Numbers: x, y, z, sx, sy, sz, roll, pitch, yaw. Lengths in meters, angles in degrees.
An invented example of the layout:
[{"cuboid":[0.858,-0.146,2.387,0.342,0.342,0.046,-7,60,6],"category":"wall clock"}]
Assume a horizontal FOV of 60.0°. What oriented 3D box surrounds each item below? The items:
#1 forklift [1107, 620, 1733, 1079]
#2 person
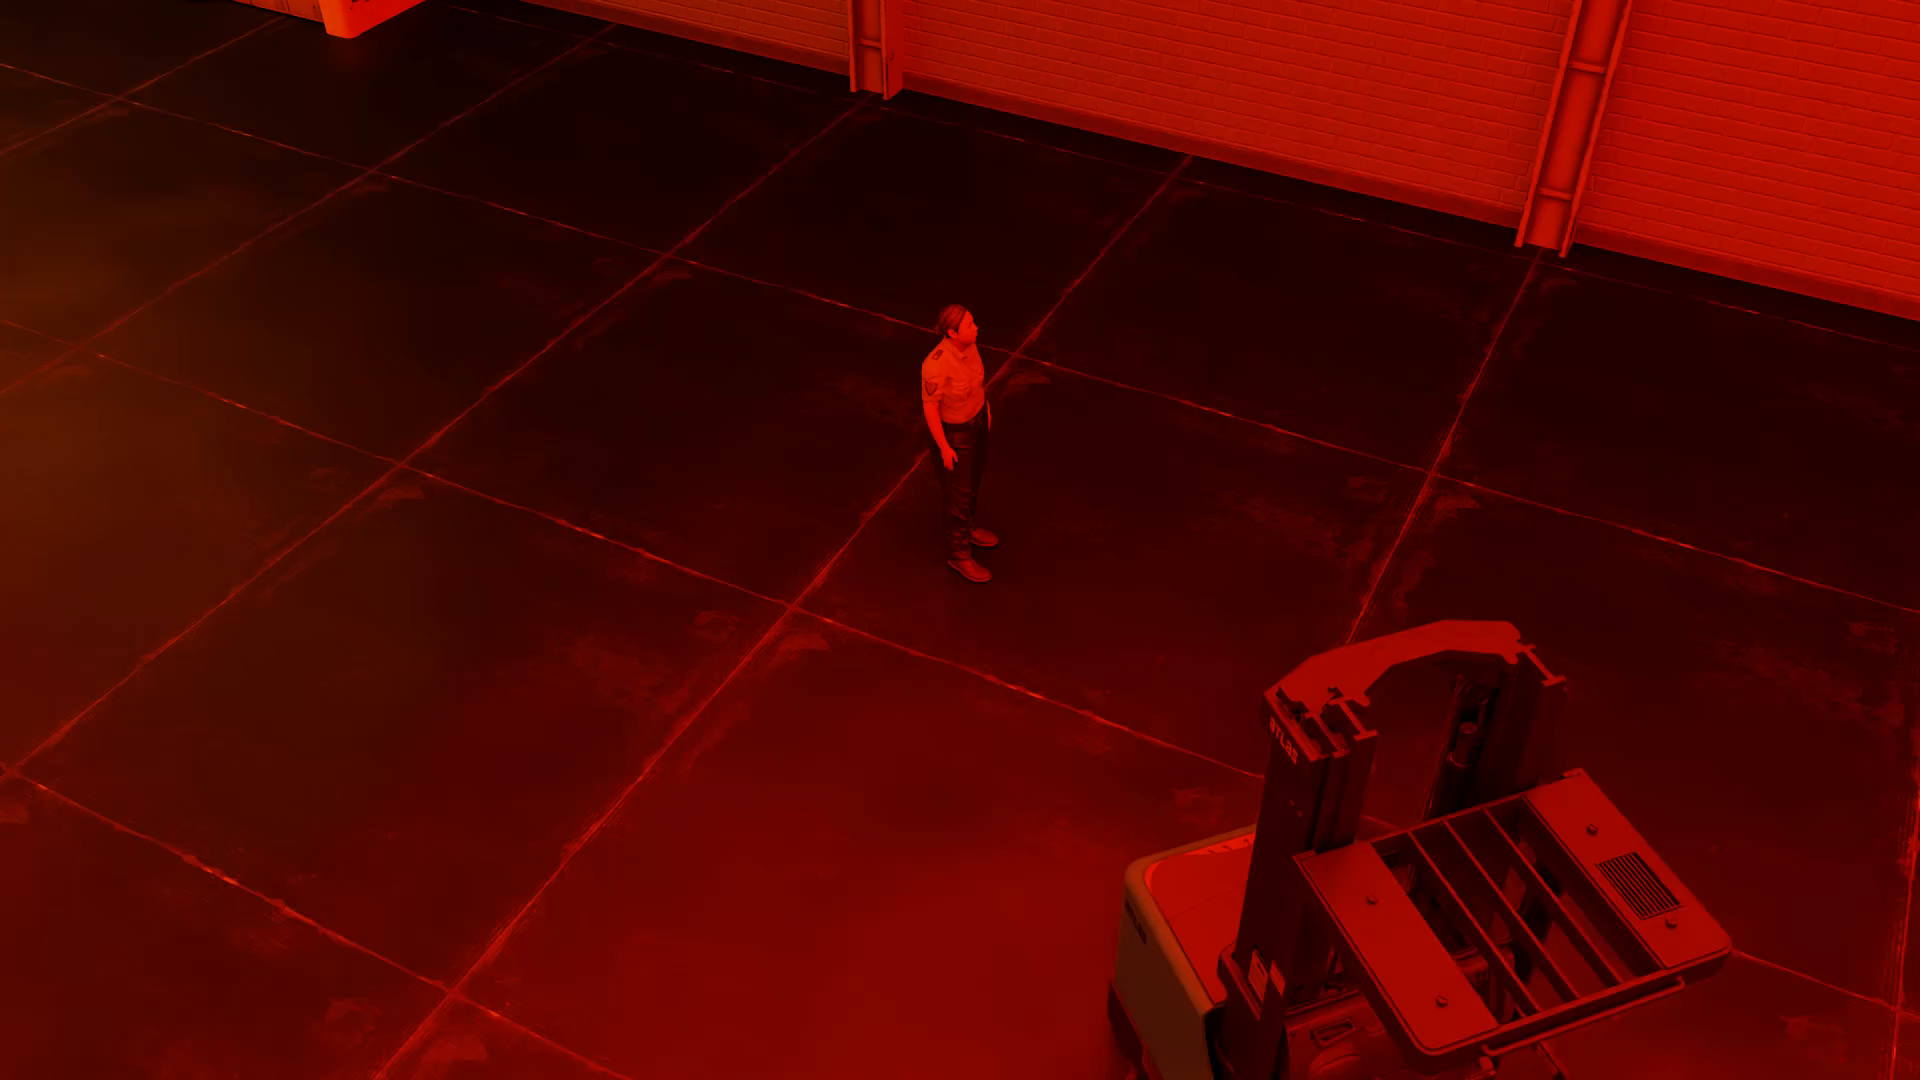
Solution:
[{"cuboid":[1.656,1.842,5.800,1.130,2.935,3.031,-13,42,-15],"category":"forklift"},{"cuboid":[0.069,-0.596,9.679,0.502,1.651,0.598,18,43,21],"category":"person"}]
